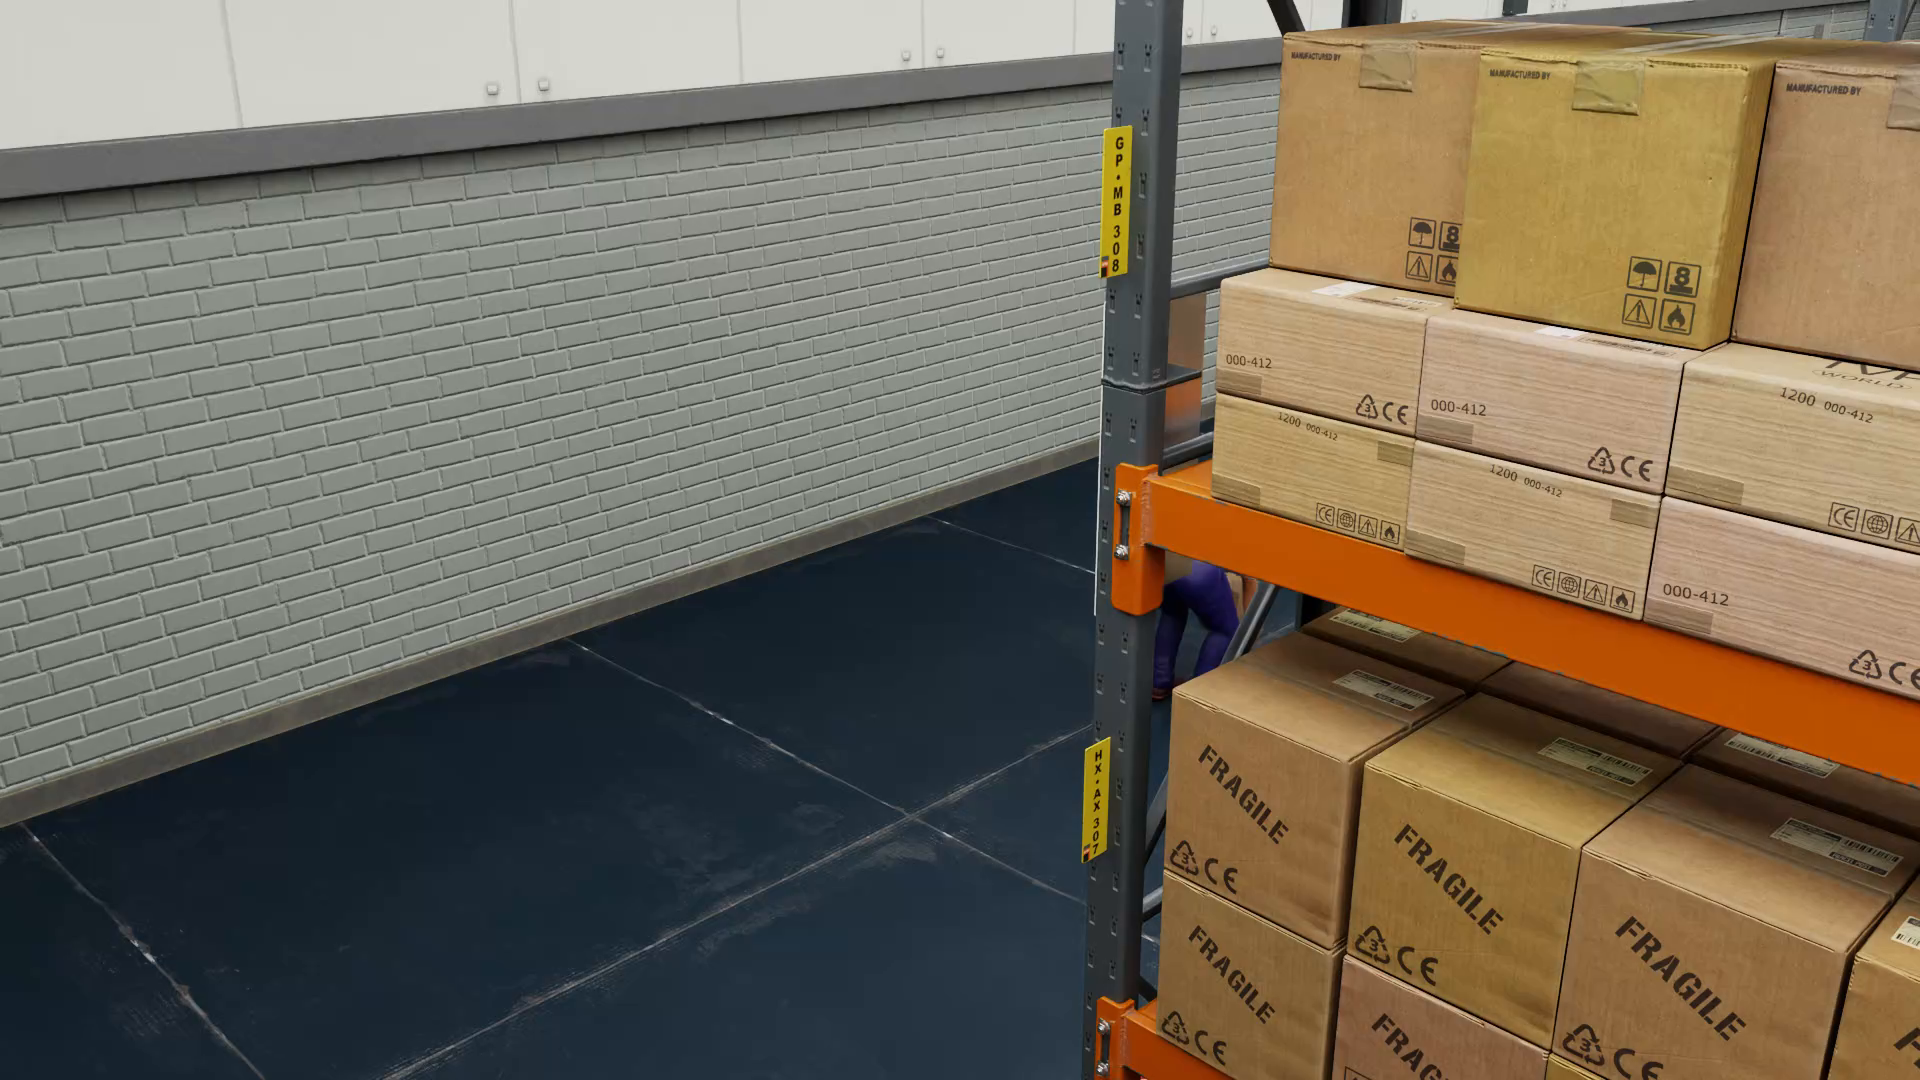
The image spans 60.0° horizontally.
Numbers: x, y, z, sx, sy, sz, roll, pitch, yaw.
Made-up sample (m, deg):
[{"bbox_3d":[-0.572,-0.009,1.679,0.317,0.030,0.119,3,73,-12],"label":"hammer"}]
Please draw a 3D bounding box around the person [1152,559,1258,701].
[{"bbox_3d":[1.395,0.308,9.054,0.460,1.111,0.853,18,27,39],"label":"person"}]
